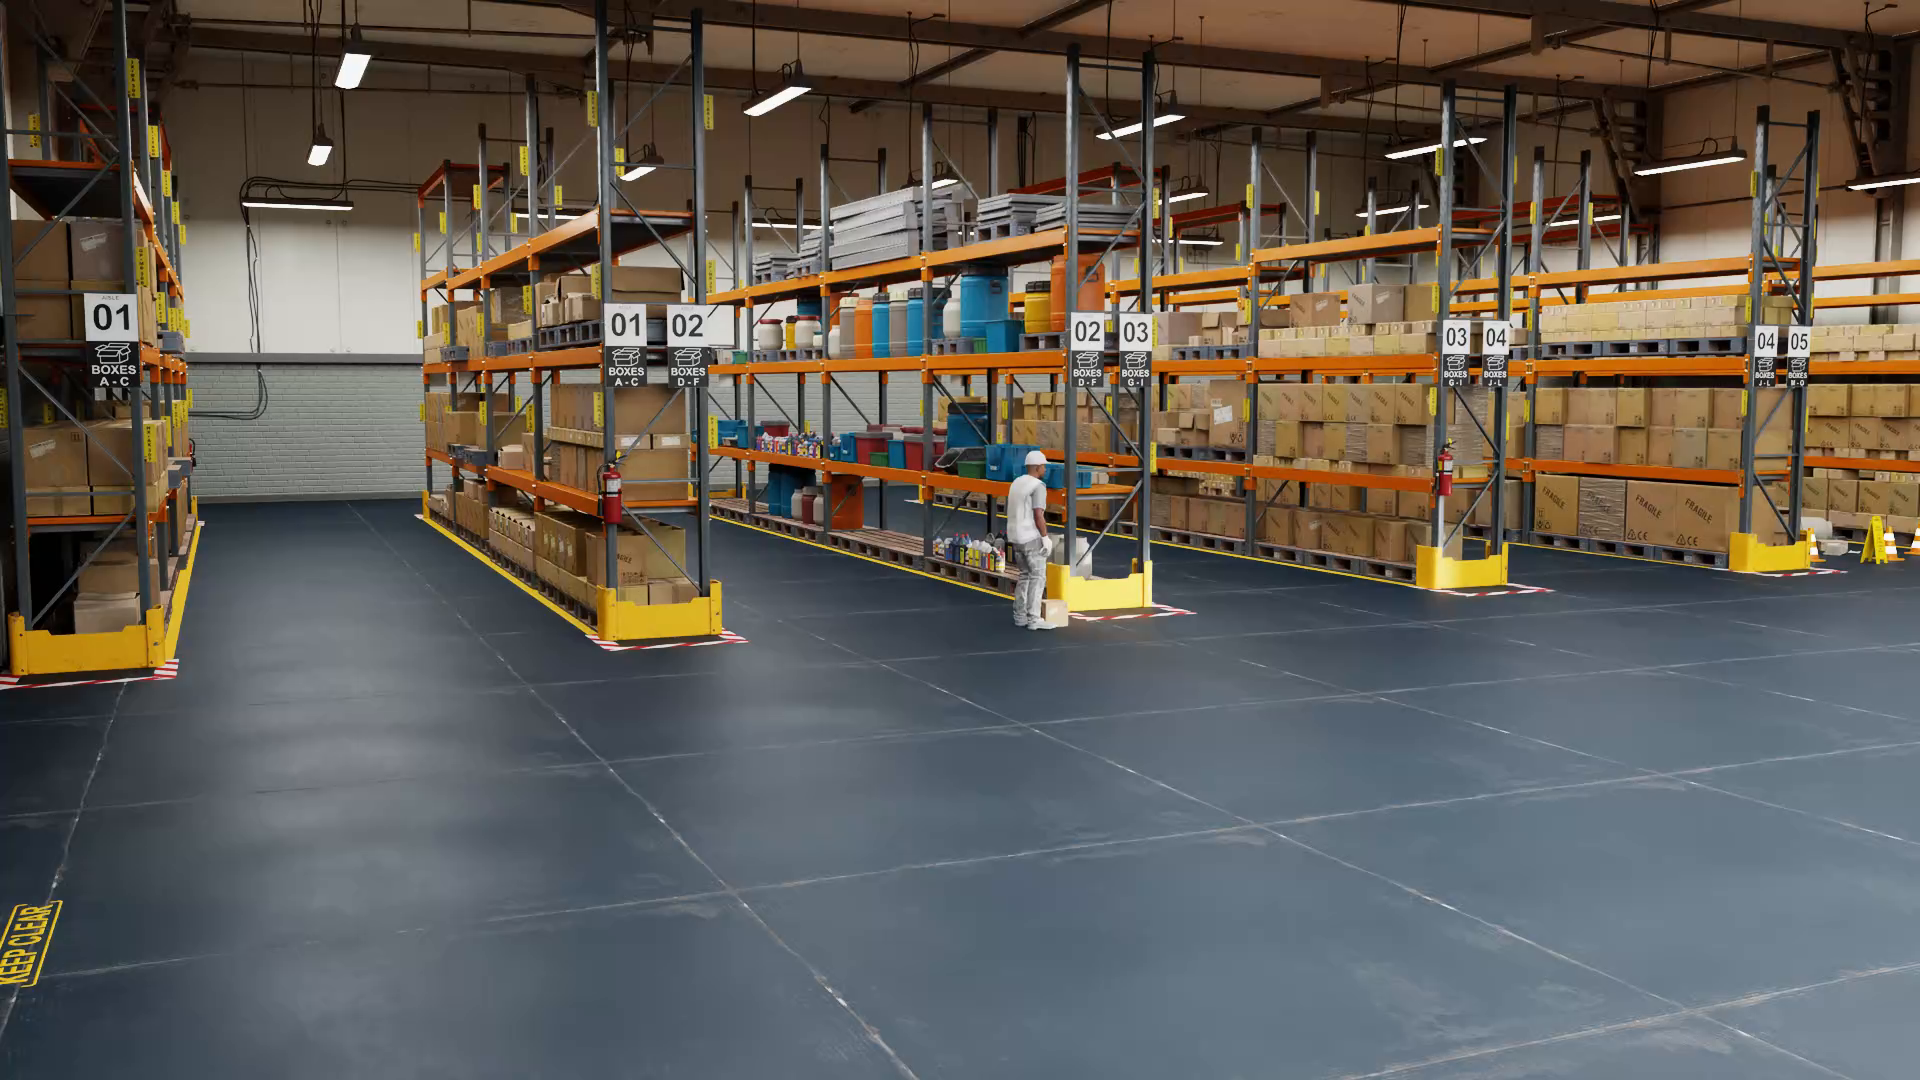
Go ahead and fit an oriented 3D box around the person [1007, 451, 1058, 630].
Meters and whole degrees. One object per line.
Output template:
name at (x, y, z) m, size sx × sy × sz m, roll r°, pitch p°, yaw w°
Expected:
person at (0.715, -0.008, 16.723) m, size 0.445 × 1.775 × 0.629 m, roll -2°, pitch 6°, yaw -25°
